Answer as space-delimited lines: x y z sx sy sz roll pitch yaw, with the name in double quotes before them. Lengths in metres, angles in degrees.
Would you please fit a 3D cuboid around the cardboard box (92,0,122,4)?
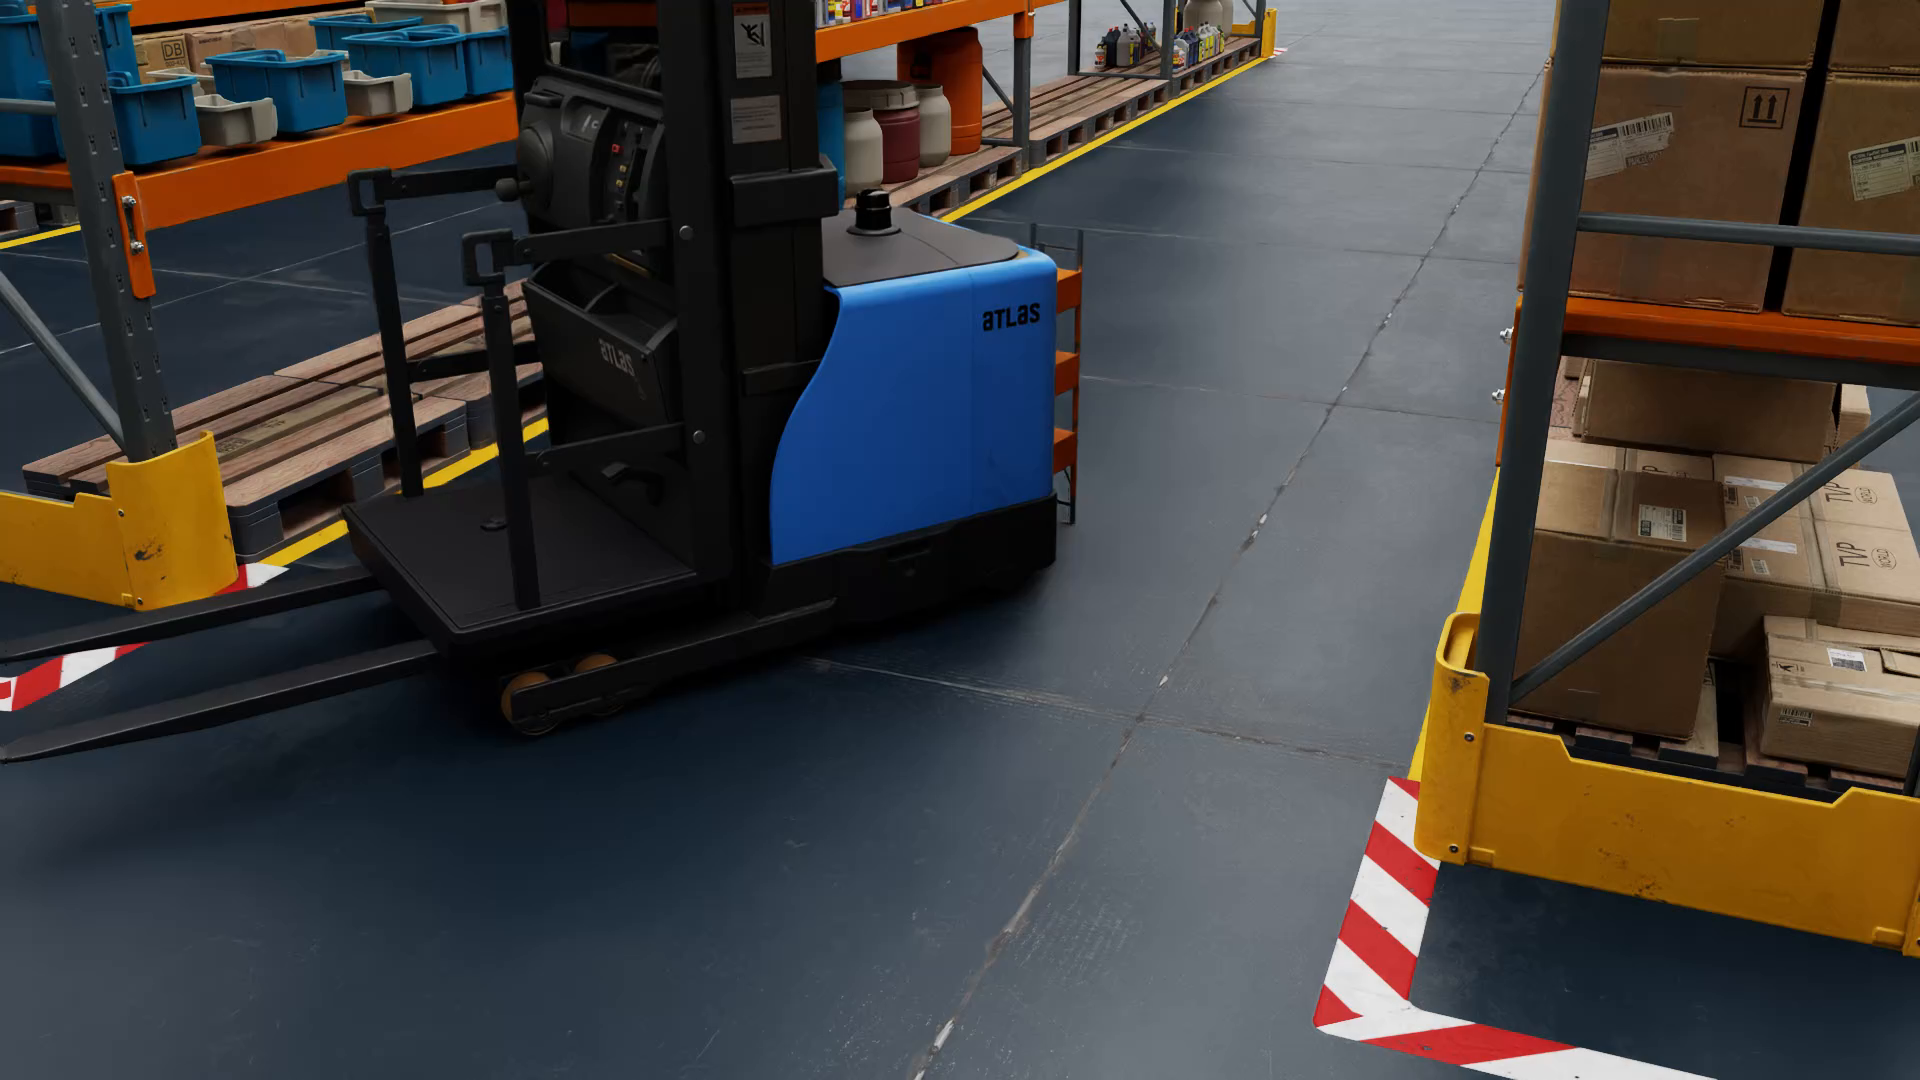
"cardboard box" -5.658 -3.612 10.376 0.500 0.500 0.500 9 24 20

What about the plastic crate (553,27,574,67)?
"plastic crate" -1.629 -2.190 7.380 0.437 0.125 0.590 9 24 20

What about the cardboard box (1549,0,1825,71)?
"cardboard box" 1.559 -1.292 3.525 0.500 0.500 0.500 9 24 20

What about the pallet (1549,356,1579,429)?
"pallet" 2.879 -0.485 6.638 1.003 0.211 1.213 9 24 20

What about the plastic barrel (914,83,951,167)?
"plastic barrel" -0.269 -2.813 11.275 0.421 0.512 0.421 0 23 0

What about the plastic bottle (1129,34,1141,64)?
"plastic bottle" 1.699 -4.865 16.469 0.152 0.276 0.135 9 24 20

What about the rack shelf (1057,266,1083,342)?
"rack shelf" 0.253 -0.772 5.528 0.215 0.259 0.240 15 27 31

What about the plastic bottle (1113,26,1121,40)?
"plastic bottle" 1.552 -4.912 16.484 0.144 0.351 0.185 8 24 17

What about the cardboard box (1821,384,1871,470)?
"cardboard box" 2.908 -0.467 5.894 0.500 0.311 0.500 9 24 20

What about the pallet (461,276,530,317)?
"pallet" -1.700 -1.173 8.283 1.003 0.211 1.213 9 24 20

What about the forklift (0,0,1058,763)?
"forklift" -1.196 -1.057 4.478 3.031 2.935 1.130 -15 27 -31

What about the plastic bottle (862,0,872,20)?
"plastic bottle" -0.593 -3.113 9.472 0.152 0.276 0.135 9 24 20

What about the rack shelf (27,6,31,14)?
"rack shelf" -6.804 -2.389 8.512 1.077 0.370 4.000 9 24 20

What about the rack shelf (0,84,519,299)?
"rack shelf" -2.205 -1.680 6.814 1.077 0.370 4.000 9 24 20

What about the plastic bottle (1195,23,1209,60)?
"plastic bottle" 2.422 -5.021 16.744 0.144 0.351 0.185 9 24 20

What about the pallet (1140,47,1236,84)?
"pallet" 2.249 -4.977 17.390 1.003 0.211 1.213 9 24 20

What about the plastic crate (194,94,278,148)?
"plastic crate" -2.355 -1.347 5.347 0.250 0.136 0.298 9 24 20

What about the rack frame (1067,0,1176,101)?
"rack frame" 1.509 -5.591 15.243 1.000 3.000 0.127 9 24 20

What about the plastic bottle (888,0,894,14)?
"plastic bottle" -0.438 -3.232 9.762 0.097 0.271 0.097 0 23 0

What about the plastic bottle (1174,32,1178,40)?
"plastic bottle" 2.060 -4.822 16.267 0.144 0.351 0.185 9 24 20

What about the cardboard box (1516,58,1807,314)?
"cardboard box" 1.563 -0.831 3.719 0.500 0.500 0.500 10 25 22

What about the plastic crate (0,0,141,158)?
"plastic crate" -2.997 -1.487 5.295 0.616 0.435 0.499 9 24 20

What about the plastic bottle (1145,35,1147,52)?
"plastic bottle" 1.905 -5.239 17.371 0.097 0.271 0.097 0 23 0

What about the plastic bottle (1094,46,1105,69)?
"plastic bottle" 1.355 -4.677 16.115 0.097 0.201 0.097 0 23 0

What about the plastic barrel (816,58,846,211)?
"plastic barrel" -0.981 -2.399 9.780 0.600 0.901 0.708 9 24 20

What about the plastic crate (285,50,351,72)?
"plastic crate" -2.519 -1.834 6.513 0.298 0.136 0.250 9 24 20

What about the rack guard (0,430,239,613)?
"rack guard" -2.945 -0.133 5.419 1.175 0.500 0.348 9 24 20

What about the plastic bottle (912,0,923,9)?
"plastic bottle" -0.274 -3.377 10.094 0.061 0.283 0.133 9 24 20

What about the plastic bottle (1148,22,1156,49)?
"plastic bottle" 2.032 -5.362 17.664 0.097 0.271 0.097 0 23 0

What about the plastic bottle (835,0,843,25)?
"plastic bottle" -0.696 -2.951 9.180 0.097 0.201 0.097 0 23 0

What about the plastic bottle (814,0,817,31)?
"plastic bottle" -0.818 -2.865 8.885 0.097 0.271 0.097 0 23 0

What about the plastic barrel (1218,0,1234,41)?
"plastic barrel" 2.821 -5.822 18.478 0.421 0.512 0.421 0 23 0

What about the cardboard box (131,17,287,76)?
"cardboard box" -5.511 -3.202 11.736 1.225 0.875 0.875 8 24 18

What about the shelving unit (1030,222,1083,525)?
"shelving unit" 0.253 -0.520 5.633 0.215 1.050 0.252 15 27 31

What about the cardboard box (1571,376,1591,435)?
"cardboard box" 2.466 -0.483 6.120 0.380 0.166 0.250 9 24 20

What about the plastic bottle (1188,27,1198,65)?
"plastic bottle" 2.264 -4.869 16.380 0.144 0.351 0.185 8 24 18

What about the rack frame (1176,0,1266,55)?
"rack frame" 2.995 -7.022 18.670 1.000 3.000 0.127 9 24 20

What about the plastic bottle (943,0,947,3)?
"plastic bottle" -0.129 -3.497 10.488 0.097 0.201 0.097 0 23 0

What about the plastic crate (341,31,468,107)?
"plastic crate" -2.062 -1.759 6.210 0.416 0.233 0.300 9 24 20

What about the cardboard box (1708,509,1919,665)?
"cardboard box" 2.300 0.147 4.504 0.500 0.250 0.500 9 24 20

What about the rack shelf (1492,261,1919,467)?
"rack shelf" 2.392 -0.970 5.113 1.077 0.370 4.000 9 24 20

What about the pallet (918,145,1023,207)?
"pallet" -0.231 -2.585 11.664 1.003 0.211 1.213 9 24 20

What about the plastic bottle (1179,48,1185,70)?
"plastic bottle" 2.110 -4.627 15.995 0.097 0.201 0.097 0 23 0

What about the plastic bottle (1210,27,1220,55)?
"plastic bottle" 2.601 -5.162 17.180 0.152 0.276 0.135 9 24 20

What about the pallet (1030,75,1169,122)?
"pallet" 1.254 -4.018 15.094 1.003 0.211 1.213 9 24 20

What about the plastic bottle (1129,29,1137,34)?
"plastic bottle" 1.736 -5.051 16.913 0.152 0.276 0.135 9 24 21

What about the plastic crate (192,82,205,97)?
"plastic crate" -2.813 -1.520 5.762 0.396 0.136 0.243 9 24 20
